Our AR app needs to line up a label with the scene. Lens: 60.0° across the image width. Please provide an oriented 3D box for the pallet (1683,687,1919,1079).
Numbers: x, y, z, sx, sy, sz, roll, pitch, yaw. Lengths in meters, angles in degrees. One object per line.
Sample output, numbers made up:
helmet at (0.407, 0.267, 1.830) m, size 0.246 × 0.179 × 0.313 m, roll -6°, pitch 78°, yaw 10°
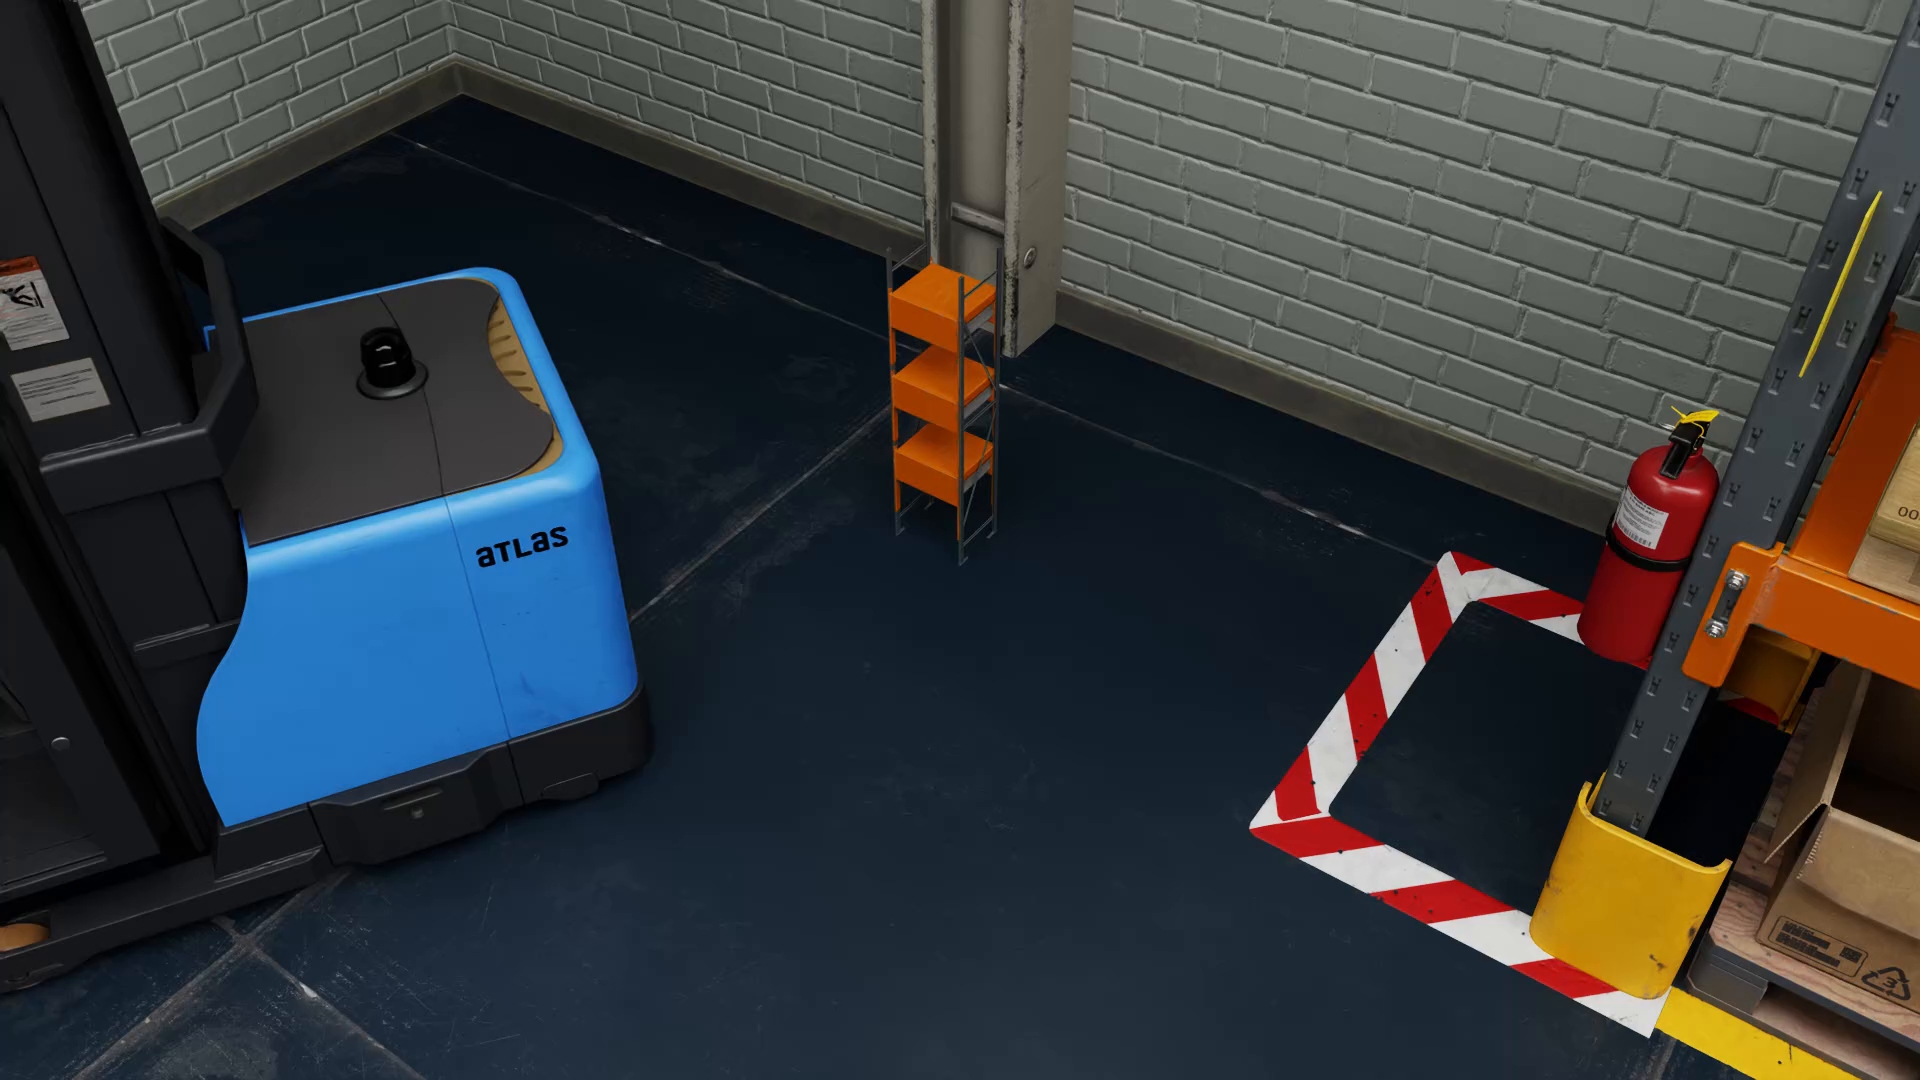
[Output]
pallet at (2.526, 0.968, 4.010) m, size 1.213 × 0.211 × 1.003 m, roll 25°, pitch 48°, yaw 25°

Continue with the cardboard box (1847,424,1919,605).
cardboard box at (1.922, -0.036, 3.229) m, size 0.250 × 0.149 × 0.380 m, roll 25°, pitch 47°, yaw 25°

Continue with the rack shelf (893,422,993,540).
rack shelf at (-0.044, -0.197, 5.115) m, size 0.240 × 0.259 × 0.215 m, roll 25°, pitch 48°, yaw 25°

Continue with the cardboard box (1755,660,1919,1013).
cardboard box at (2.257, 0.654, 3.826) m, size 0.637 × 0.503 × 0.797 m, roll 23°, pitch 47°, yaw 24°

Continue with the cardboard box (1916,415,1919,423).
cardboard box at (2.236, -0.331, 3.559) m, size 0.250 × 0.149 × 0.380 m, roll 25°, pitch 47°, yaw 25°

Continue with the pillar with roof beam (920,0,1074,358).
pillar with roof beam at (-2.352, -1.815, 0.530) m, size 0.400 × 9.000 × 9.100 m, roll 25°, pitch 48°, yaw 25°

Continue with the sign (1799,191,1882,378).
sign at (1.499, -0.432, 2.834) m, size 0.005 × 0.325 × 0.100 m, roll 25°, pitch 48°, yaw 25°

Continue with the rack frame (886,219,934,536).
rack frame at (-0.144, -0.458, 4.975) m, size 0.008 × 1.050 × 0.200 m, roll 25°, pitch 48°, yaw 25°

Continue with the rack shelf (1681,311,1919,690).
rack shelf at (3.448, 0.628, 2.838) m, size 4.000 × 0.370 × 1.077 m, roll 25°, pitch 48°, yaw 25°

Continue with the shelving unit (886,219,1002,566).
shelving unit at (-0.044, -0.412, 4.923) m, size 0.252 × 1.050 × 0.215 m, roll 25°, pitch 48°, yaw 25°

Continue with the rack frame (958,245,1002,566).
rack frame at (0.056, -0.365, 4.871) m, size 0.008 × 1.050 × 0.200 m, roll 25°, pitch 48°, yaw 25°

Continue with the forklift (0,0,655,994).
forklift at (-2.393, -0.355, 3.449) m, size 3.031 × 2.935 × 1.130 m, roll -17°, pitch 44°, yaw -18°

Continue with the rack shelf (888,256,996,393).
rack shelf at (-0.044, -0.615, 4.741) m, size 0.240 × 0.259 × 0.215 m, roll 25°, pitch 48°, yaw 25°

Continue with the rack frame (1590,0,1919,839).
rack frame at (1.810, -0.405, 3.454) m, size 0.127 × 3.000 × 1.000 m, roll 25°, pitch 48°, yaw 25°

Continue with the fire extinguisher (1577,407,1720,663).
fire extinguisher at (1.425, -0.042, 3.385) m, size 0.183 × 0.674 × 0.296 m, roll 25°, pitch 48°, yaw 25°

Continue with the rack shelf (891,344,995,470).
rack shelf at (-0.044, -0.404, 4.930) m, size 0.240 × 0.259 × 0.215 m, roll 25°, pitch 48°, yaw 25°

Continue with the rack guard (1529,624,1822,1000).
rack guard at (1.873, 0.555, 4.255) m, size 0.348 × 0.500 × 1.175 m, roll 25°, pitch 48°, yaw 25°

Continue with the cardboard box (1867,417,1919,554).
cardboard box at (2.027, -0.140, 3.046) m, size 0.500 × 0.250 × 0.500 m, roll 25°, pitch 48°, yaw 26°
